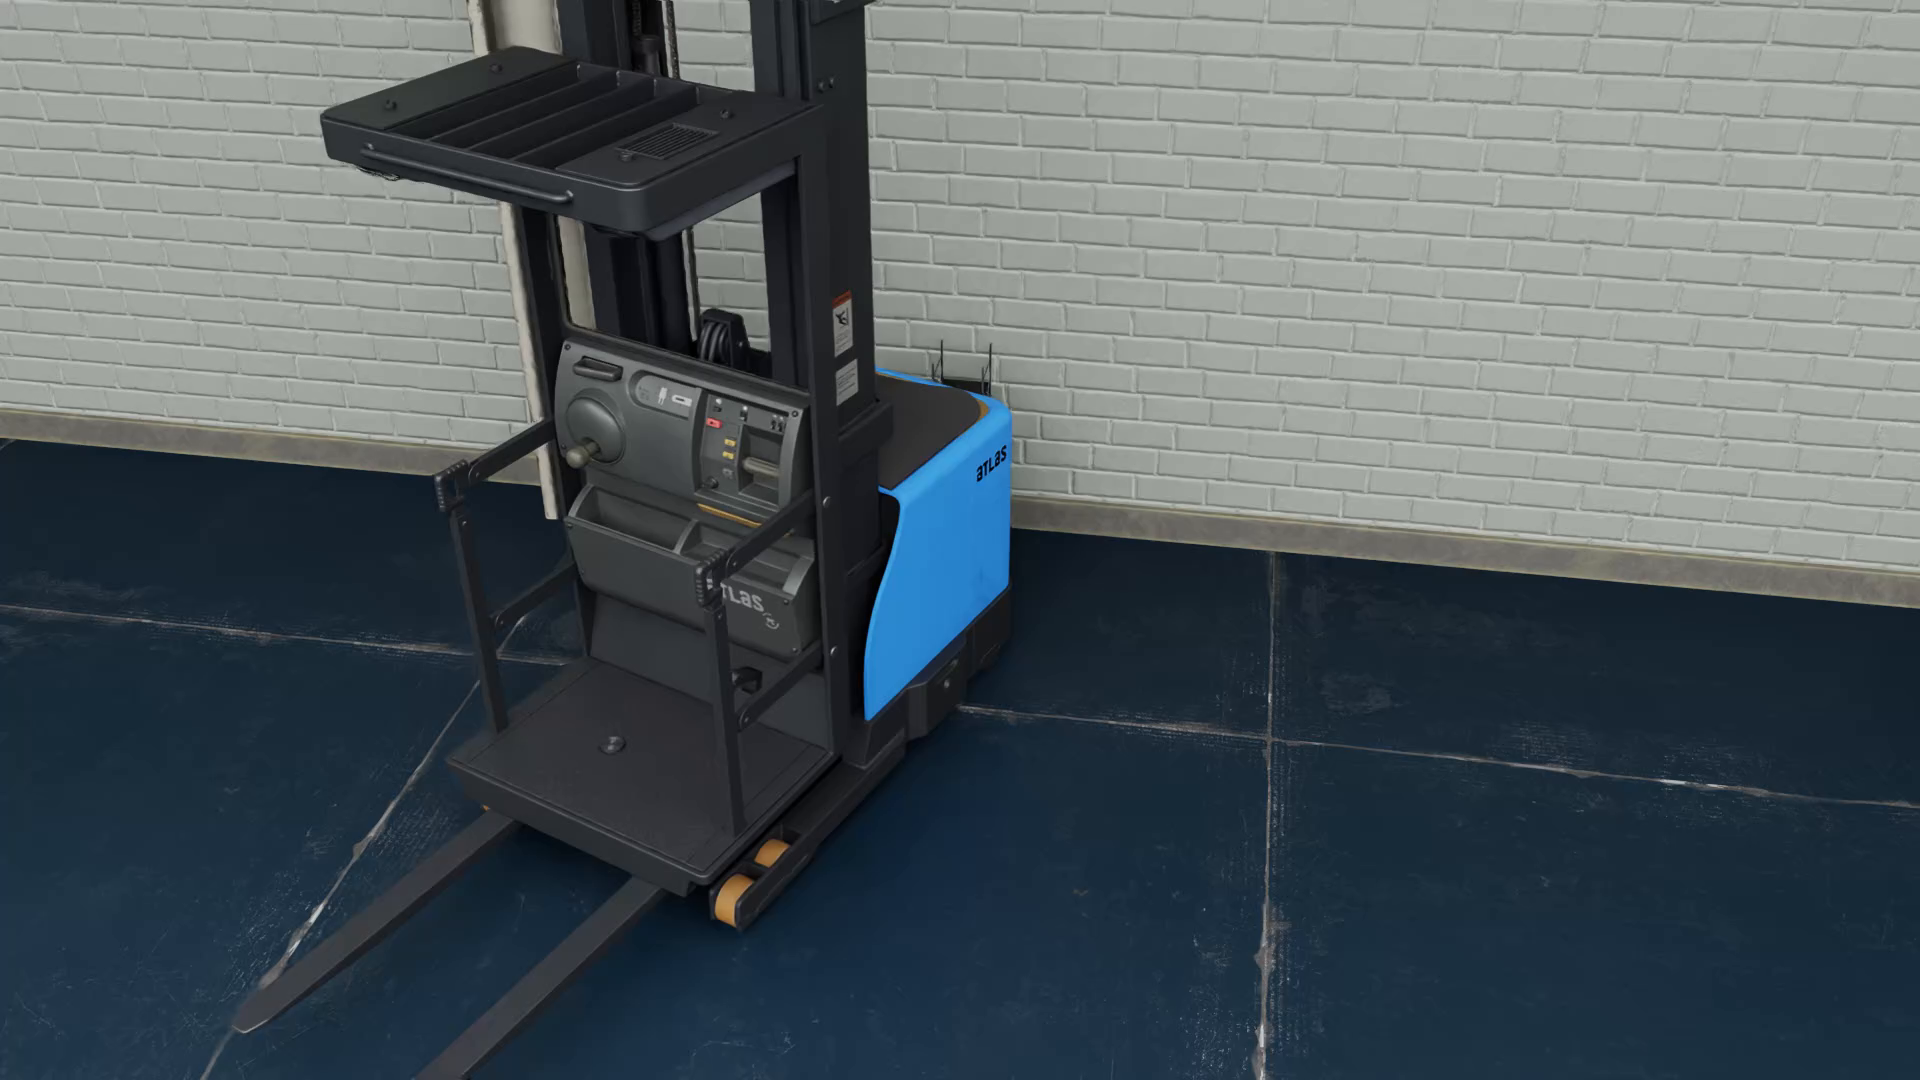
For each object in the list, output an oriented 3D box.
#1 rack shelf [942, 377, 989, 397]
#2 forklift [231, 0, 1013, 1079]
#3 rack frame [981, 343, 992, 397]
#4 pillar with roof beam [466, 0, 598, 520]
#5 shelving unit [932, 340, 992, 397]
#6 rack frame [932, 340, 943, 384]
[{"bbox_3d":[0.008,-0.577,6.877,0.200,0.077,0.258,5,32,8],"label":"rack shelf"},{"bbox_3d":[-0.982,-0.293,4.955,1.130,2.935,3.031,18,36,26],"label":"forklift"},{"bbox_3d":[0.108,-0.367,6.989,0.006,0.900,0.240,5,32,8],"label":"rack frame"},{"bbox_3d":[-2.350,-1.721,1.519,0.400,9.000,9.100,5,32,8],"label":"pillar with roof beam"},{"bbox_3d":[0.008,-0.376,7.002,0.210,0.900,0.258,5,32,8],"label":"shelving unit"},{"bbox_3d":[-0.092,-0.384,7.016,0.006,0.900,0.240,5,32,8],"label":"rack frame"}]
